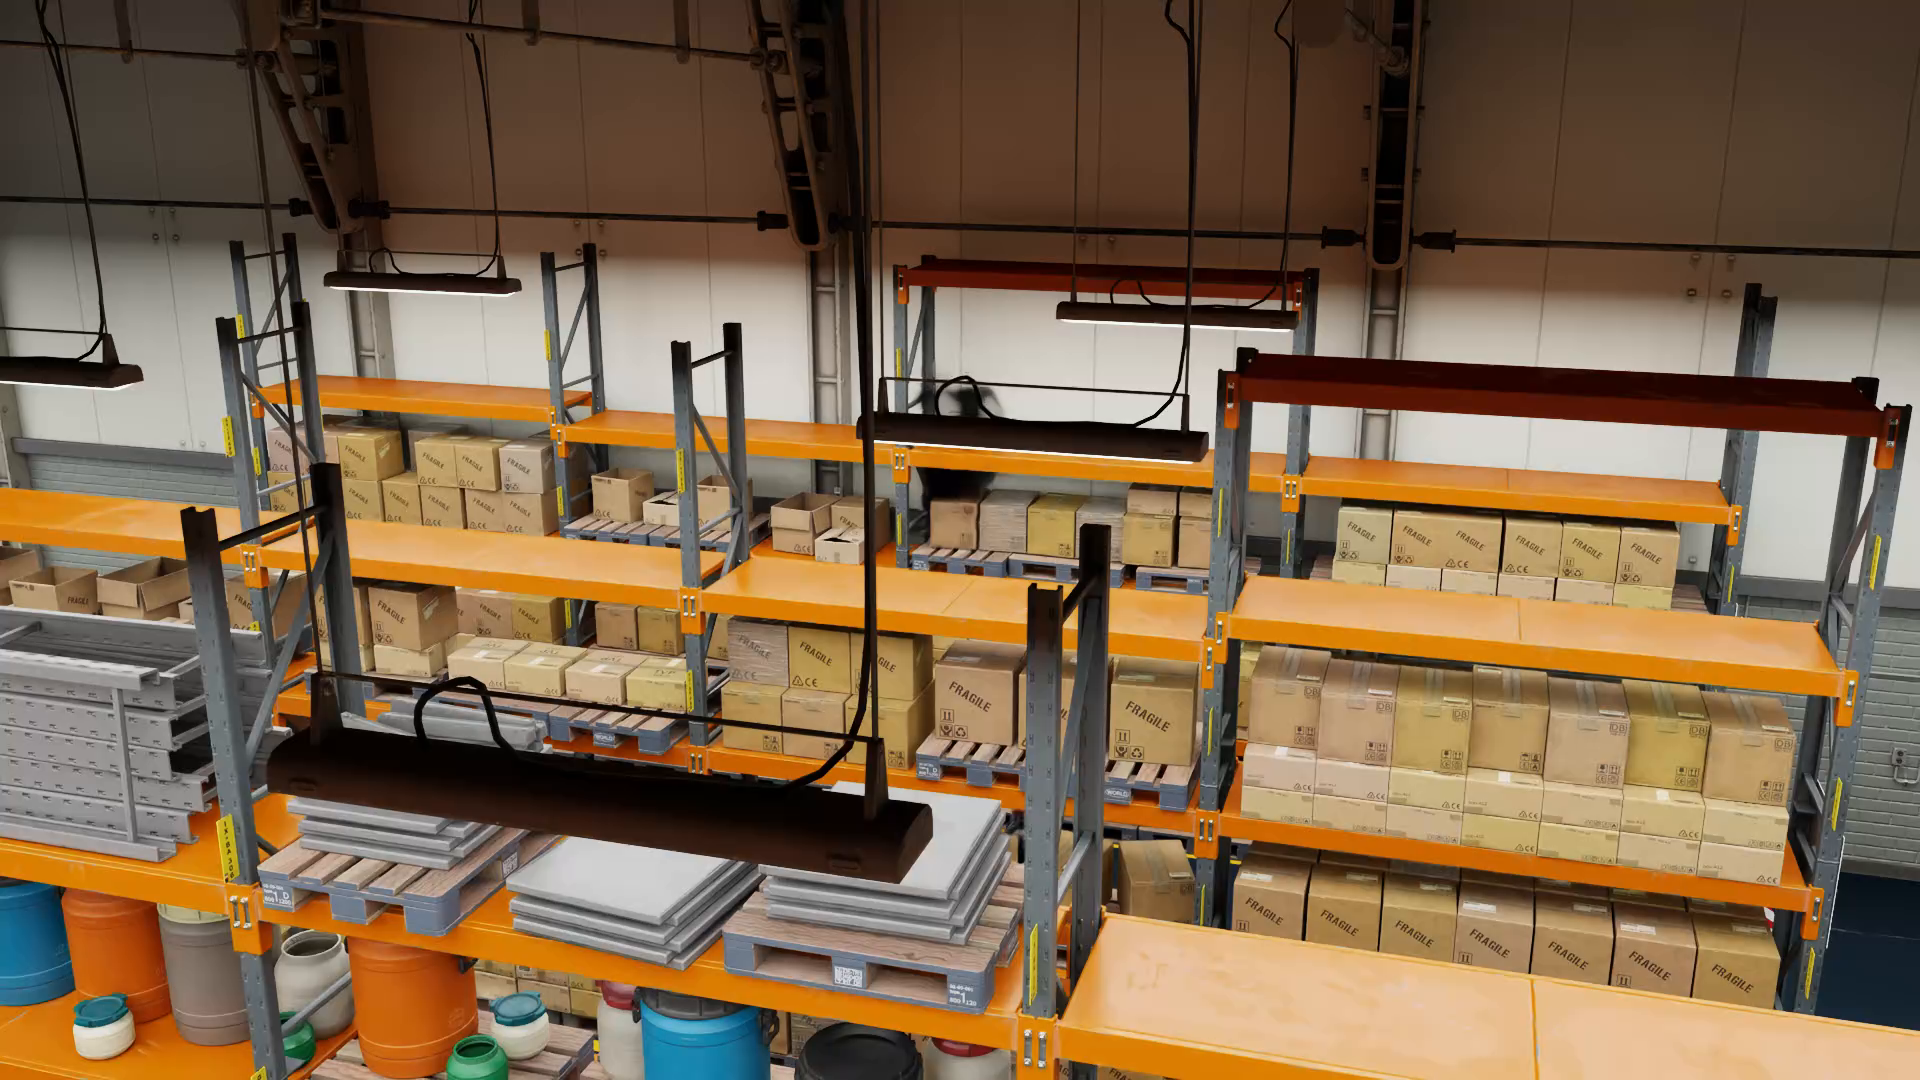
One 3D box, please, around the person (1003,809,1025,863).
[{"bbox_3d":[0.543,3.045,14.984,0.922,1.706,0.666,4,16,12],"label":"person"}]
